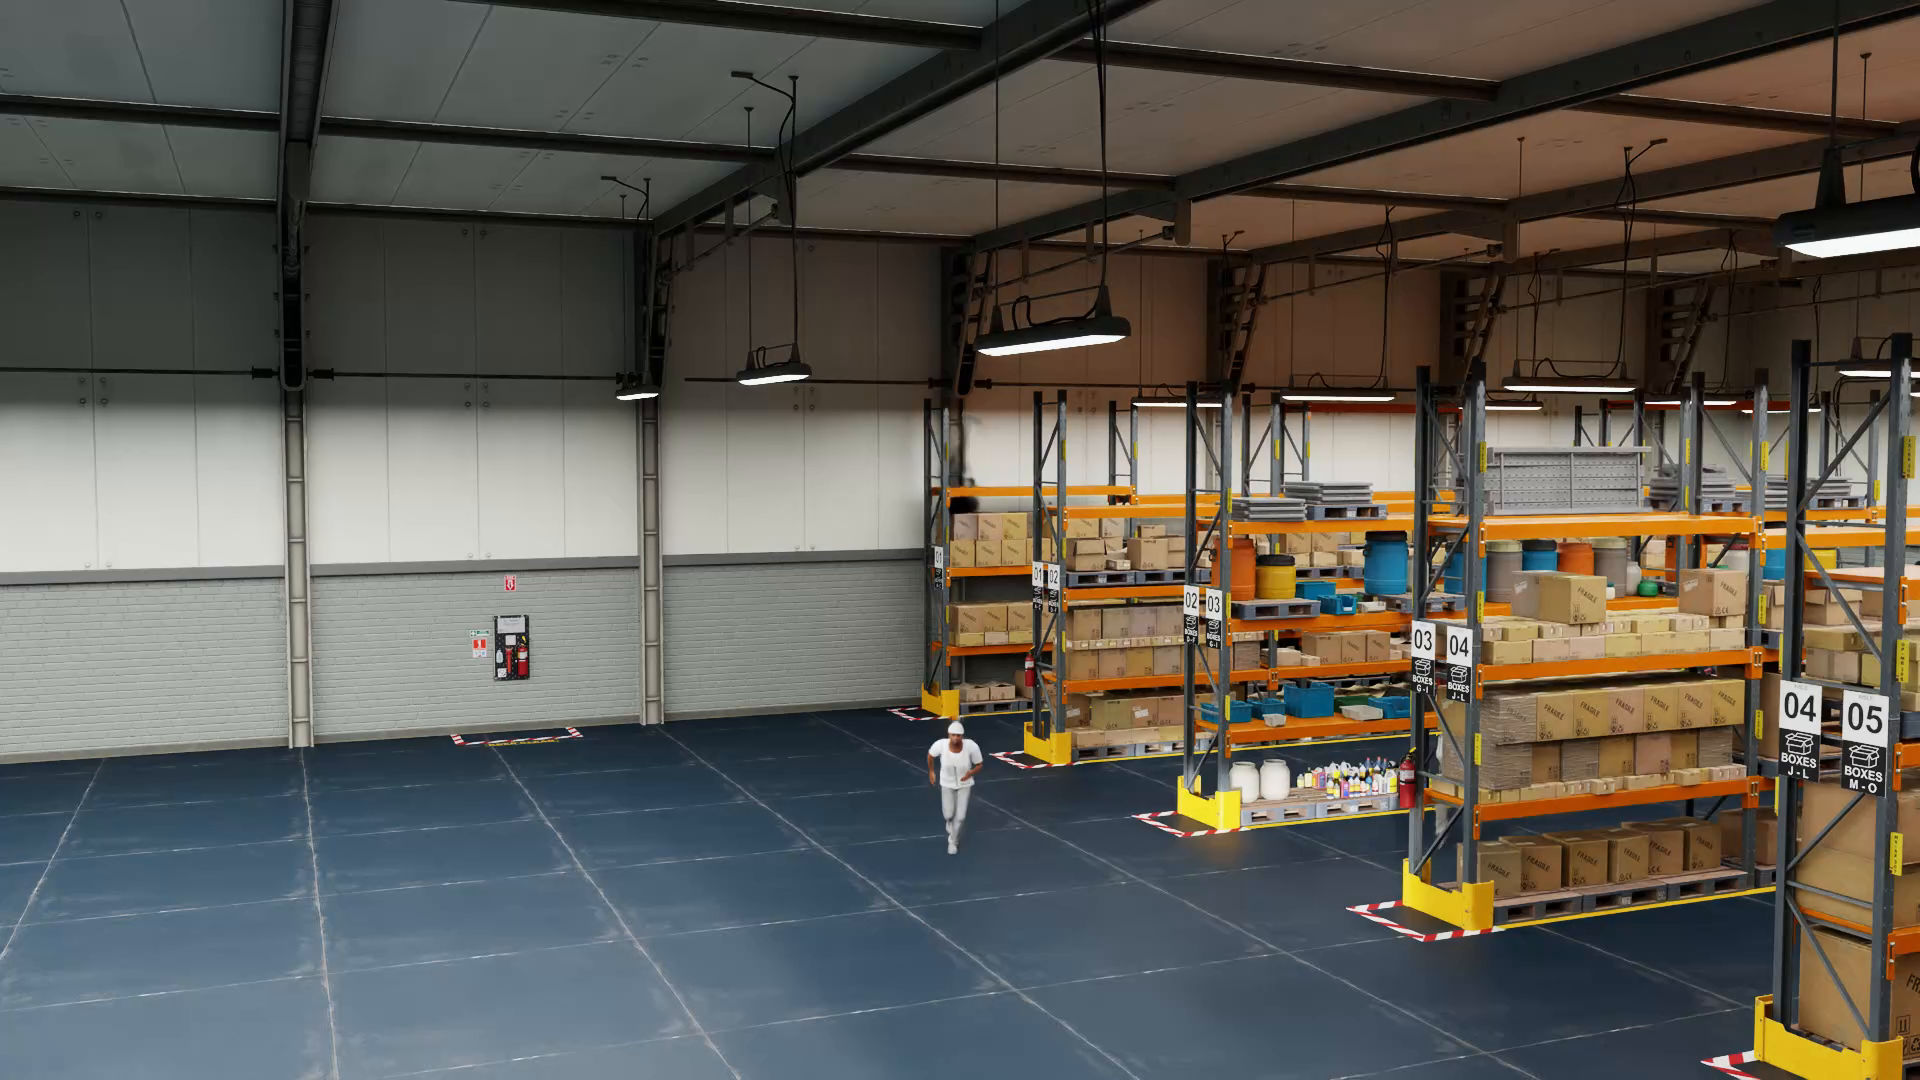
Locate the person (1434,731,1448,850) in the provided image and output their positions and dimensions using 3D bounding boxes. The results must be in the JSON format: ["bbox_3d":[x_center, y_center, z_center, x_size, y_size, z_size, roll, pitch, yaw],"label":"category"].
[{"bbox_3d":[6.414,3.097,21.416,0.607,1.673,1.043,3,4,41],"label":"person"}]

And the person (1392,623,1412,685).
[{"bbox_3d":[8.640,2.405,32.058,0.780,1.701,0.665,-1,4,-24],"label":"person"}]

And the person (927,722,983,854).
[{"bbox_3d":[-0.060,3.104,20.907,0.689,1.686,0.737,0,3,-2],"label":"person"}]
